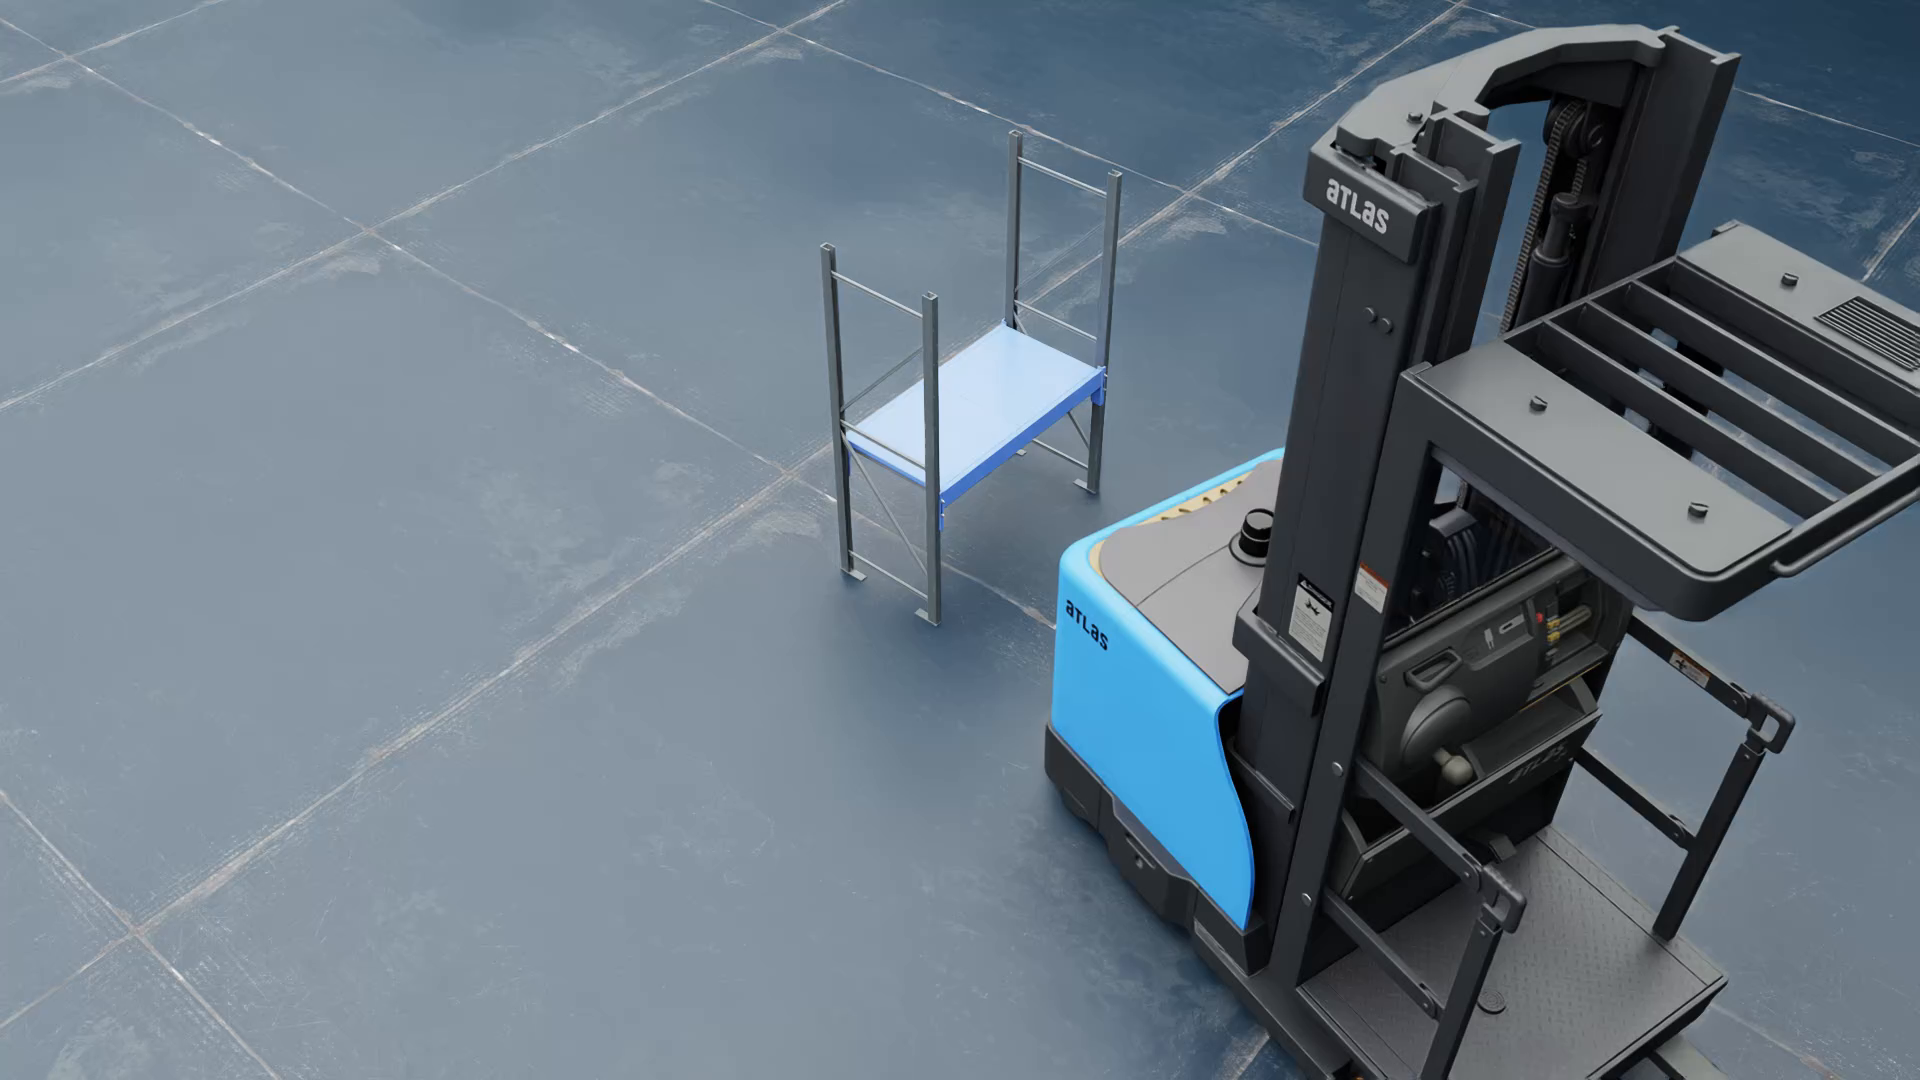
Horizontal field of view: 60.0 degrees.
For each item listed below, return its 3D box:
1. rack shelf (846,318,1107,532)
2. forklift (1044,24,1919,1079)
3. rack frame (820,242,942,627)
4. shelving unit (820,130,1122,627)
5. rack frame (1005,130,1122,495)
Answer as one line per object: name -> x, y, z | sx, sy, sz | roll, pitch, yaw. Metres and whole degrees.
rack shelf -> 0.055, -0.466, 6.415 | 0.538, 0.185, 1.000 | 29, 50, 28
forklift -> 1.527, 0.384, 4.149 | 1.130, 2.935, 3.031 | -24, 48, -24
rack frame -> -0.272, -0.337, 6.006 | 0.500, 1.500, 0.032 | 29, 50, 28
shelving unit -> 0.055, -0.599, 6.294 | 0.538, 1.500, 1.048 | 29, 50, 28
rack frame -> 0.382, -0.861, 6.582 | 0.500, 1.500, 0.032 | 29, 50, 28
